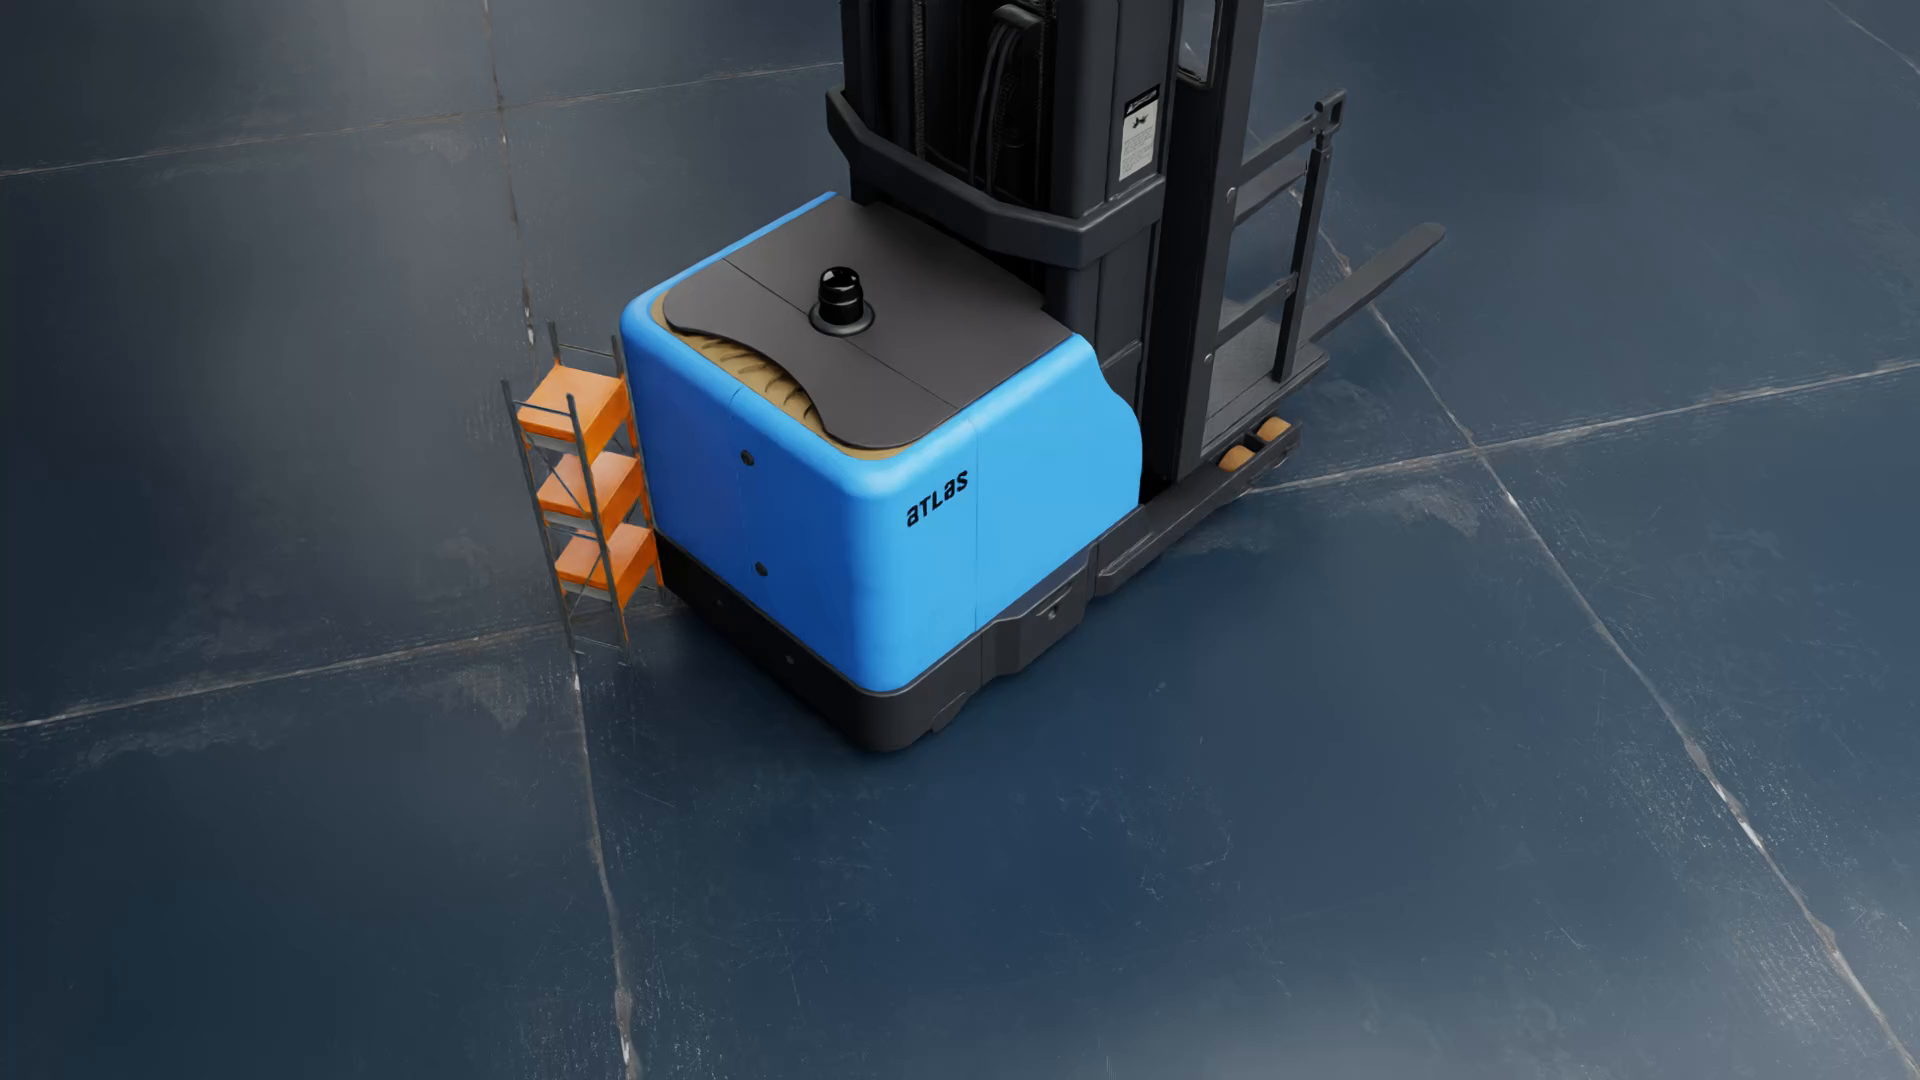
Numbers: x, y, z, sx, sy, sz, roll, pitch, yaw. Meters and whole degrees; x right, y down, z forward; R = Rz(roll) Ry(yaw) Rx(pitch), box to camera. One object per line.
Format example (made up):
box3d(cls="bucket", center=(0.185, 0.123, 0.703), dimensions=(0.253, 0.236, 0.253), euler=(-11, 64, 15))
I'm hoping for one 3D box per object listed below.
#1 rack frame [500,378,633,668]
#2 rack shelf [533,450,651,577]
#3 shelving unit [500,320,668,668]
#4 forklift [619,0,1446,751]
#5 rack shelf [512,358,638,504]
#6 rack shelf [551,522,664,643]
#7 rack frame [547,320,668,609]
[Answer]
box3d(cls="rack frame", center=(-1.058, -0.016, 4.530), dimensions=(0.200, 1.050, 0.008), euler=(13, 47, 13))
box3d(cls="rack shelf", center=(-1.020, -0.091, 4.619), dimensions=(0.215, 0.259, 0.240), euler=(13, 47, 13))
box3d(cls="shelving unit", center=(-1.020, -0.098, 4.611), dimensions=(0.215, 1.050, 0.252), euler=(13, 47, 13))
box3d(cls="forklift", center=(0.476, -1.397, 4.567), dimensions=(1.130, 2.935, 3.031), euler=(35, 55, 29))
box3d(cls="rack shelf", center=(-1.020, -0.290, 4.416), dimensions=(0.215, 0.259, 0.240), euler=(13, 47, 13))
box3d(cls="rack shelf", center=(-1.020, 0.103, 4.817), dimensions=(0.215, 0.259, 0.240), euler=(13, 47, 13))
box3d(cls="rack frame", center=(-0.981, -0.181, 4.692), dimensions=(0.200, 1.050, 0.008), euler=(13, 47, 13))
